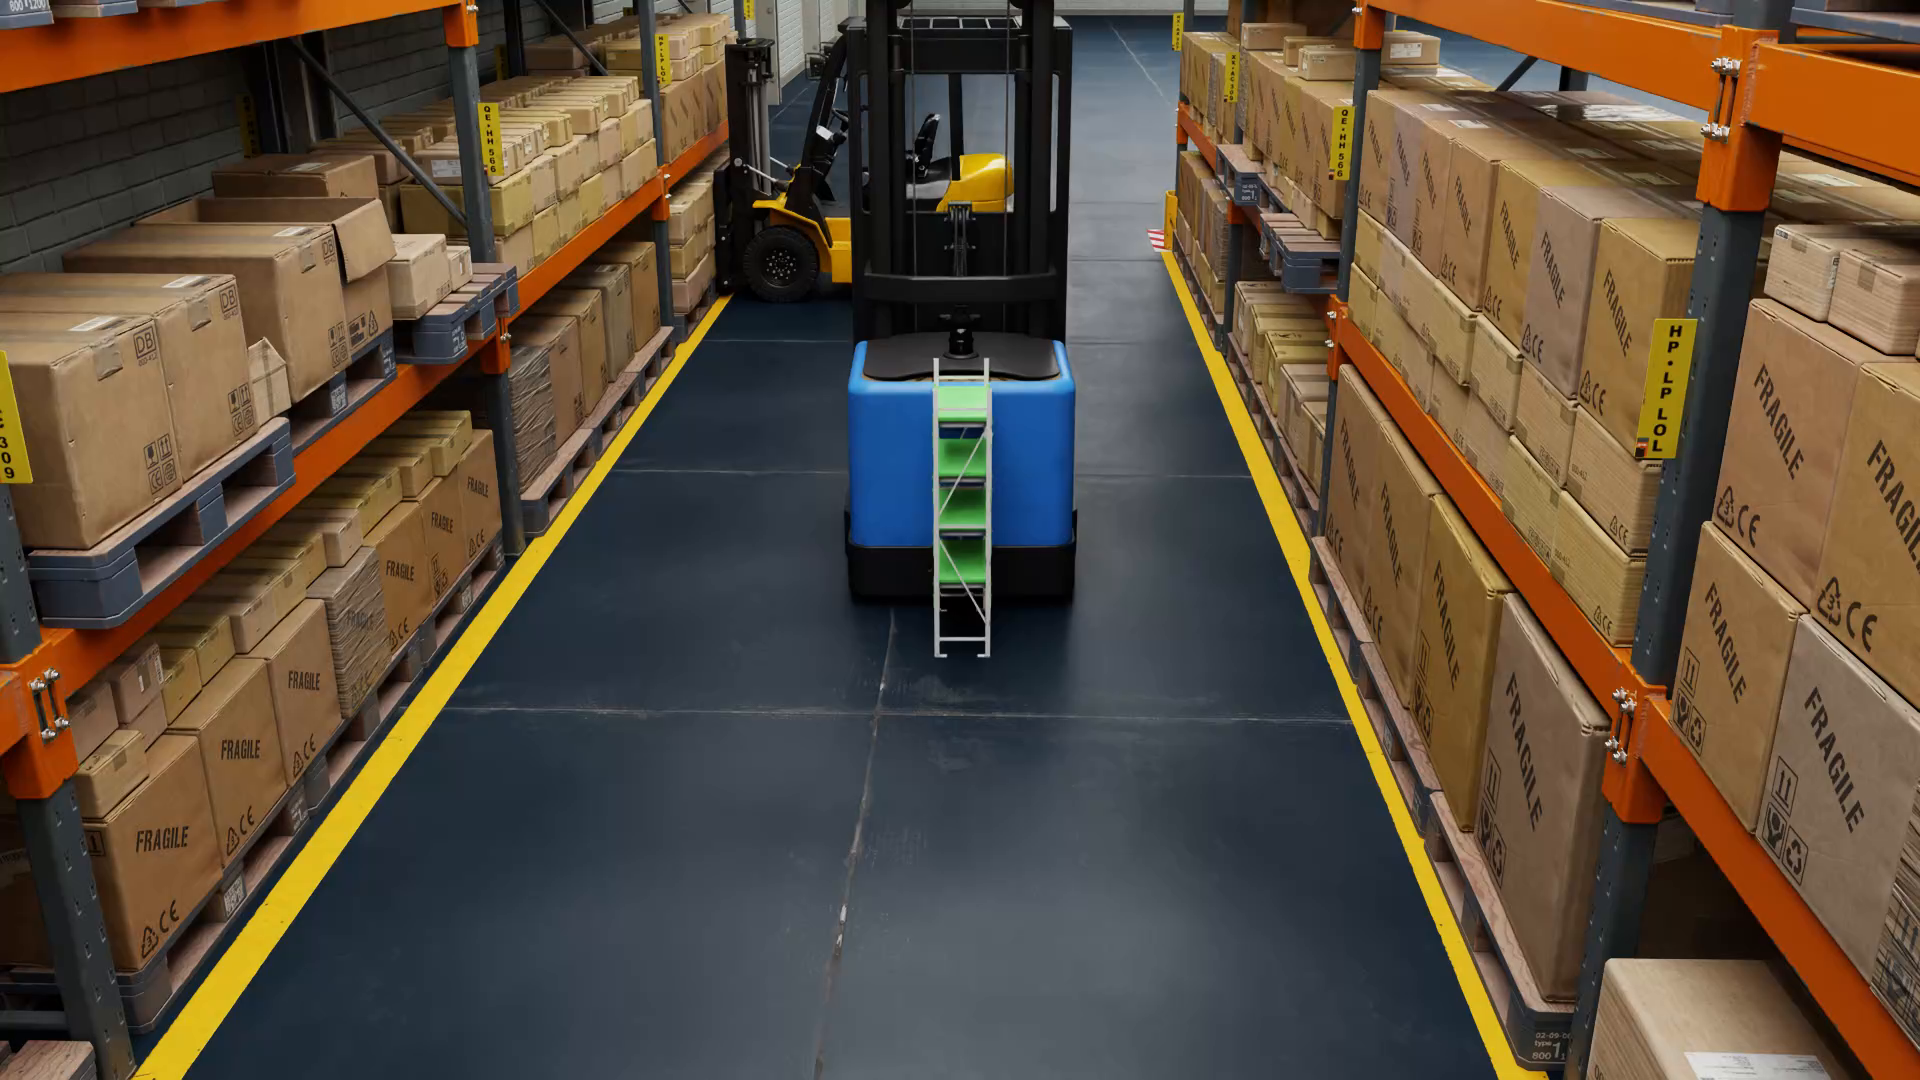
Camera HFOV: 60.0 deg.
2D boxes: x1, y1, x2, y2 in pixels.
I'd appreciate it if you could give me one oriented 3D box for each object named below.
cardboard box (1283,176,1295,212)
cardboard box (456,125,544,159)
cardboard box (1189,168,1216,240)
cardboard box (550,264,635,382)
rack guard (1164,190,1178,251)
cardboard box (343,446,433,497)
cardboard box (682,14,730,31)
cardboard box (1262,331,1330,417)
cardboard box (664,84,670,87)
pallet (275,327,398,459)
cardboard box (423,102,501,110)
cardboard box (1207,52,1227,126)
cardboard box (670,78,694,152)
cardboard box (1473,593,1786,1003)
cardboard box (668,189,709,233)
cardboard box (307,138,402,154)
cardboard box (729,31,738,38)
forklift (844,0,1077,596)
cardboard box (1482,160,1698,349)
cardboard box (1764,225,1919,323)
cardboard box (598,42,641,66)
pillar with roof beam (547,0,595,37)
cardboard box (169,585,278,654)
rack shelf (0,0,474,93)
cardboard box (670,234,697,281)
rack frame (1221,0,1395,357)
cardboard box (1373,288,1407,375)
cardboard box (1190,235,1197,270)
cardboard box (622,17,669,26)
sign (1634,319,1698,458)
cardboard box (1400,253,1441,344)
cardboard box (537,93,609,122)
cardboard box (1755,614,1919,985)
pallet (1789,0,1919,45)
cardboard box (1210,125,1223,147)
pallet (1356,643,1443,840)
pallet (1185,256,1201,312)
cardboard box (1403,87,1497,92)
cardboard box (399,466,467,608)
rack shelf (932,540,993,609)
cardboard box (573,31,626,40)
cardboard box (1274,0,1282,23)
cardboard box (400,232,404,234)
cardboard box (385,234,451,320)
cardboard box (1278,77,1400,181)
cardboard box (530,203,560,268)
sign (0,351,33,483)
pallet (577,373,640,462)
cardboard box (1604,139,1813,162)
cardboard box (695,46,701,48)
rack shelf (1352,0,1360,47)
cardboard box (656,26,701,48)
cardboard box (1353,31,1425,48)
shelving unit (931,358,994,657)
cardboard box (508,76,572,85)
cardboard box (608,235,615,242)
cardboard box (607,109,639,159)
[{"bbox_3d":[1.950,-1.861,8.946,0.380,0.149,0.250,1,21,3],"label":"cardboard box"},{"bbox_3d":[-2.406,-2.080,8.709,0.380,0.149,0.250,1,21,2],"label":"cardboard box"},{"bbox_3d":[2.174,-2.770,13.706,0.500,0.500,0.500,1,21,3],"label":"cardboard box"},{"bbox_3d":[-2.609,-1.401,10.695,0.875,0.625,0.625,0,21,1],"label":"cardboard box"},{"bbox_3d":[2.508,-2.981,15.522,1.175,0.500,0.348,1,21,2],"label":"rack guard"},{"bbox_3d":[-2.486,-0.293,7.115,0.380,0.149,0.250,0,21,0],"label":"cardboard box"},{"bbox_3d":[-2.252,-4.583,14.749,0.380,0.149,0.250,1,21,2],"label":"cardboard box"},{"bbox_3d":[2.337,-0.998,10.006,0.950,0.372,0.625,1,21,3],"label":"cardboard box"},{"bbox_3d":[-2.294,-3.336,11.946,0.380,0.149,0.250,1,21,3],"label":"cardboard box"},{"bbox_3d":[-2.749,-0.542,6.045,1.003,0.211,1.213,1,21,2],"label":"pallet"},{"bbox_3d":[-2.891,-2.455,9.674,0.380,0.149,0.250,1,21,2],"label":"cardboard box"},{"bbox_3d":[2.173,-3.451,12.726,0.500,0.500,0.500,1,21,3],"label":"cardboard box"},{"bbox_3d":[-2.299,-3.174,12.424,0.500,0.500,0.500,1,21,3],"label":"cardboard box"},{"bbox_3d":[2.084,0.734,4.847,0.875,0.875,0.875,1,21,3],"label":"cardboard box"},{"bbox_3d":[-2.219,-2.518,12.709,0.500,0.250,0.500,1,21,2],"label":"cardboard box"},{"bbox_3d":[-2.991,-1.900,8.243,0.380,0.149,0.250,1,21,3],"label":"cardboard box"},{"bbox_3d":[-2.182,-4.448,14.811,0.380,0.149,0.250,1,21,2],"label":"cardboard box"},{"bbox_3d":[-0.006,-1.592,8.579,1.130,2.935,3.031,0,21,-1],"label":"forklift"},{"bbox_3d":[1.951,-0.883,5.137,0.500,0.500,0.500,1,21,3],"label":"cardboard box"},{"bbox_3d":[1.876,-0.539,3.355,0.380,0.149,0.250,0,21,1],"label":"cardboard box"},{"bbox_3d":[-2.367,-3.477,11.897,0.380,0.149,0.250,1,21,2],"label":"cardboard box"},{"bbox_3d":[0.929,-6.735,13.447,9.100,9.000,0.400,1,21,2],"label":"pillar with roof beam"},{"bbox_3d":[-2.572,0.269,5.669,0.380,0.149,0.250,1,21,1],"label":"cardboard box"},{"bbox_3d":[-2.756,-1.675,5.547,1.077,0.370,4.000,1,21,2],"label":"rack shelf"},{"bbox_3d":[-2.250,-2.100,12.323,0.500,0.250,0.500,1,21,1],"label":"cardboard box"},{"bbox_3d":[2.388,-2.728,11.413,1.000,3.000,0.127,1,21,2],"label":"rack frame"},{"bbox_3d":[2.002,-0.852,6.785,0.500,0.250,0.500,0,21,0],"label":"cardboard box"},{"bbox_3d":[2.182,-2.418,13.834,0.500,0.250,0.500,2,21,5],"label":"cardboard box"},{"bbox_3d":[-2.711,-4.406,14.292,0.380,0.149,0.250,1,21,3],"label":"cardboard box"},{"bbox_3d":[1.602,-0.341,3.769,0.100,0.325,0.005,1,21,2],"label":"sign"},{"bbox_3d":[1.960,-0.898,6.212,0.500,0.250,0.500,1,21,1],"label":"cardboard box"},{"bbox_3d":[-2.358,-2.632,10.132,0.380,0.149,0.250,0,21,0],"label":"cardboard box"},{"bbox_3d":[1.850,0.467,3.042,0.500,0.500,0.500,1,21,2],"label":"cardboard box"},{"bbox_3d":[2.110,-0.897,2.670,1.003,0.211,1.213,1,21,2],"label":"pallet"},{"bbox_3d":[2.121,-3.098,12.714,0.380,0.149,0.250,0,21,1],"label":"cardboard box"},{"bbox_3d":[2.127,0.742,6.324,1.003,0.211,1.213,1,21,2],"label":"pallet"},{"bbox_3d":[2.408,-2.114,13.684,1.003,0.211,1.213,1,21,2],"label":"pallet"},{"bbox_3d":[2.520,-2.012,8.436,0.500,0.500,0.500,2,21,4],"label":"cardboard box"},{"bbox_3d":[-2.519,-0.029,7.333,0.500,0.500,0.500,0,21,1],"label":"cardboard box"},{"bbox_3d":[0.008,0.142,7.343,0.258,0.148,0.480,0,21,0],"label":"rack shelf"},{"bbox_3d":[-2.794,-3.850,12.860,0.380,0.149,0.250,0,21,1],"label":"cardboard box"},{"bbox_3d":[2.656,-3.721,12.040,0.700,0.500,0.500,1,21,2],"label":"cardboard box"},{"bbox_3d":[-2.937,-1.430,8.276,0.500,0.250,0.500,0,21,0],"label":"cardboard box"},{"bbox_3d":[-2.403,-1.076,6.782,0.500,0.250,0.500,0,21,-1],"label":"cardboard box"},{"bbox_3d":[2.022,-2.200,8.922,0.500,0.500,0.500,-1,21,-2],"label":"cardboard box"},{"bbox_3d":[-2.417,-1.605,8.725,0.500,0.250,0.500,0,21,0],"label":"cardboard box"},{"bbox_3d":[-2.274,-0.289,3.931,0.100,0.325,0.005,1,21,2],"label":"sign"},{"bbox_3d":[-2.591,-0.772,10.227,1.003,0.211,1.213,1,21,2],"label":"pallet"},{"bbox_3d":[2.461,-1.057,5.585,0.500,0.500,0.500,0,21,1],"label":"cardboard box"},{"bbox_3d":[-2.294,-3.895,13.385,0.380,0.149,0.250,0,21,1],"label":"cardboard box"},{"bbox_3d":[2.327,-3.068,9.137,1.077,0.370,4.000,1,21,2],"label":"rack shelf"},{"bbox_3d":[-2.293,-4.029,13.319,0.380,0.149,0.250,1,21,2],"label":"cardboard box"},{"bbox_3d":[2.592,-2.993,10.069,0.380,0.149,0.250,0,21,0],"label":"cardboard box"},{"bbox_3d":[0.008,-0.142,7.234,0.258,1.200,0.503,0,21,0],"label":"shelving unit"},{"bbox_3d":[-2.798,-3.006,11.094,0.380,0.149,0.250,0,21,0],"label":"cardboard box"},{"bbox_3d":[-2.752,-2.341,12.255,0.500,0.250,0.500,1,21,3],"label":"cardboard box"},{"bbox_3d":[-2.341,-2.578,10.543,0.500,0.250,0.500,0,21,0],"label":"cardboard box"}]
